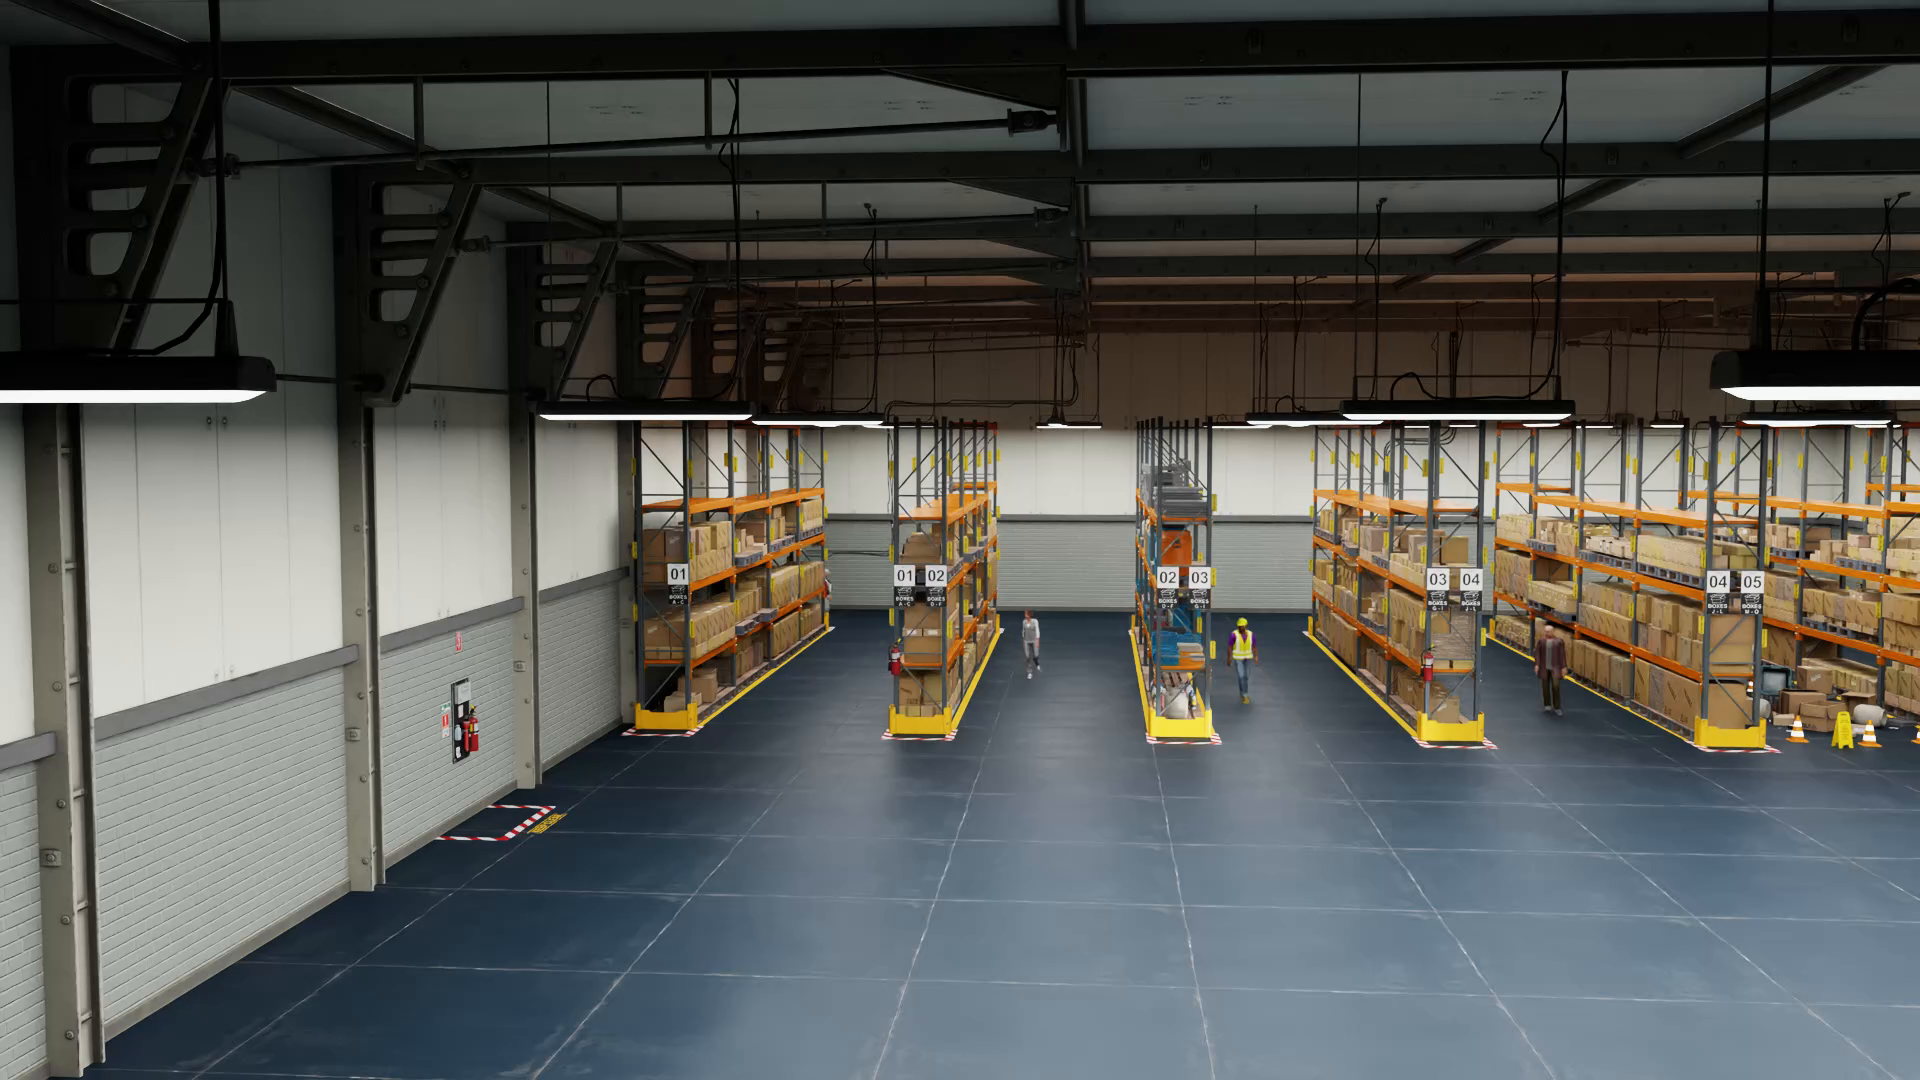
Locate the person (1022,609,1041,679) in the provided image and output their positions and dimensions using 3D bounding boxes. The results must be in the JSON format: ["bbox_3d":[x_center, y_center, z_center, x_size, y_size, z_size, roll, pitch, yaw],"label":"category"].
[{"bbox_3d":[1.652,2.411,38.674,0.452,1.587,0.533,1,4,18],"label":"person"}]

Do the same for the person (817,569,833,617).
[{"bbox_3d":[-4.018,1.692,49.059,0.487,1.681,0.486,1,4,12],"label":"person"}]

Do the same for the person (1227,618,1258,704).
[{"bbox_3d":[6.024,2.563,35.295,0.606,1.816,0.717,-1,4,-10],"label":"person"}]

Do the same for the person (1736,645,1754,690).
[{"bbox_3d":[17.315,2.515,36.704,0.450,1.724,0.612,0,4,-5],"label":"person"}]

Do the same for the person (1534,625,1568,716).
[{"bbox_3d":[12.012,2.651,33.849,0.633,1.850,0.573,2,4,32],"label":"person"}]
